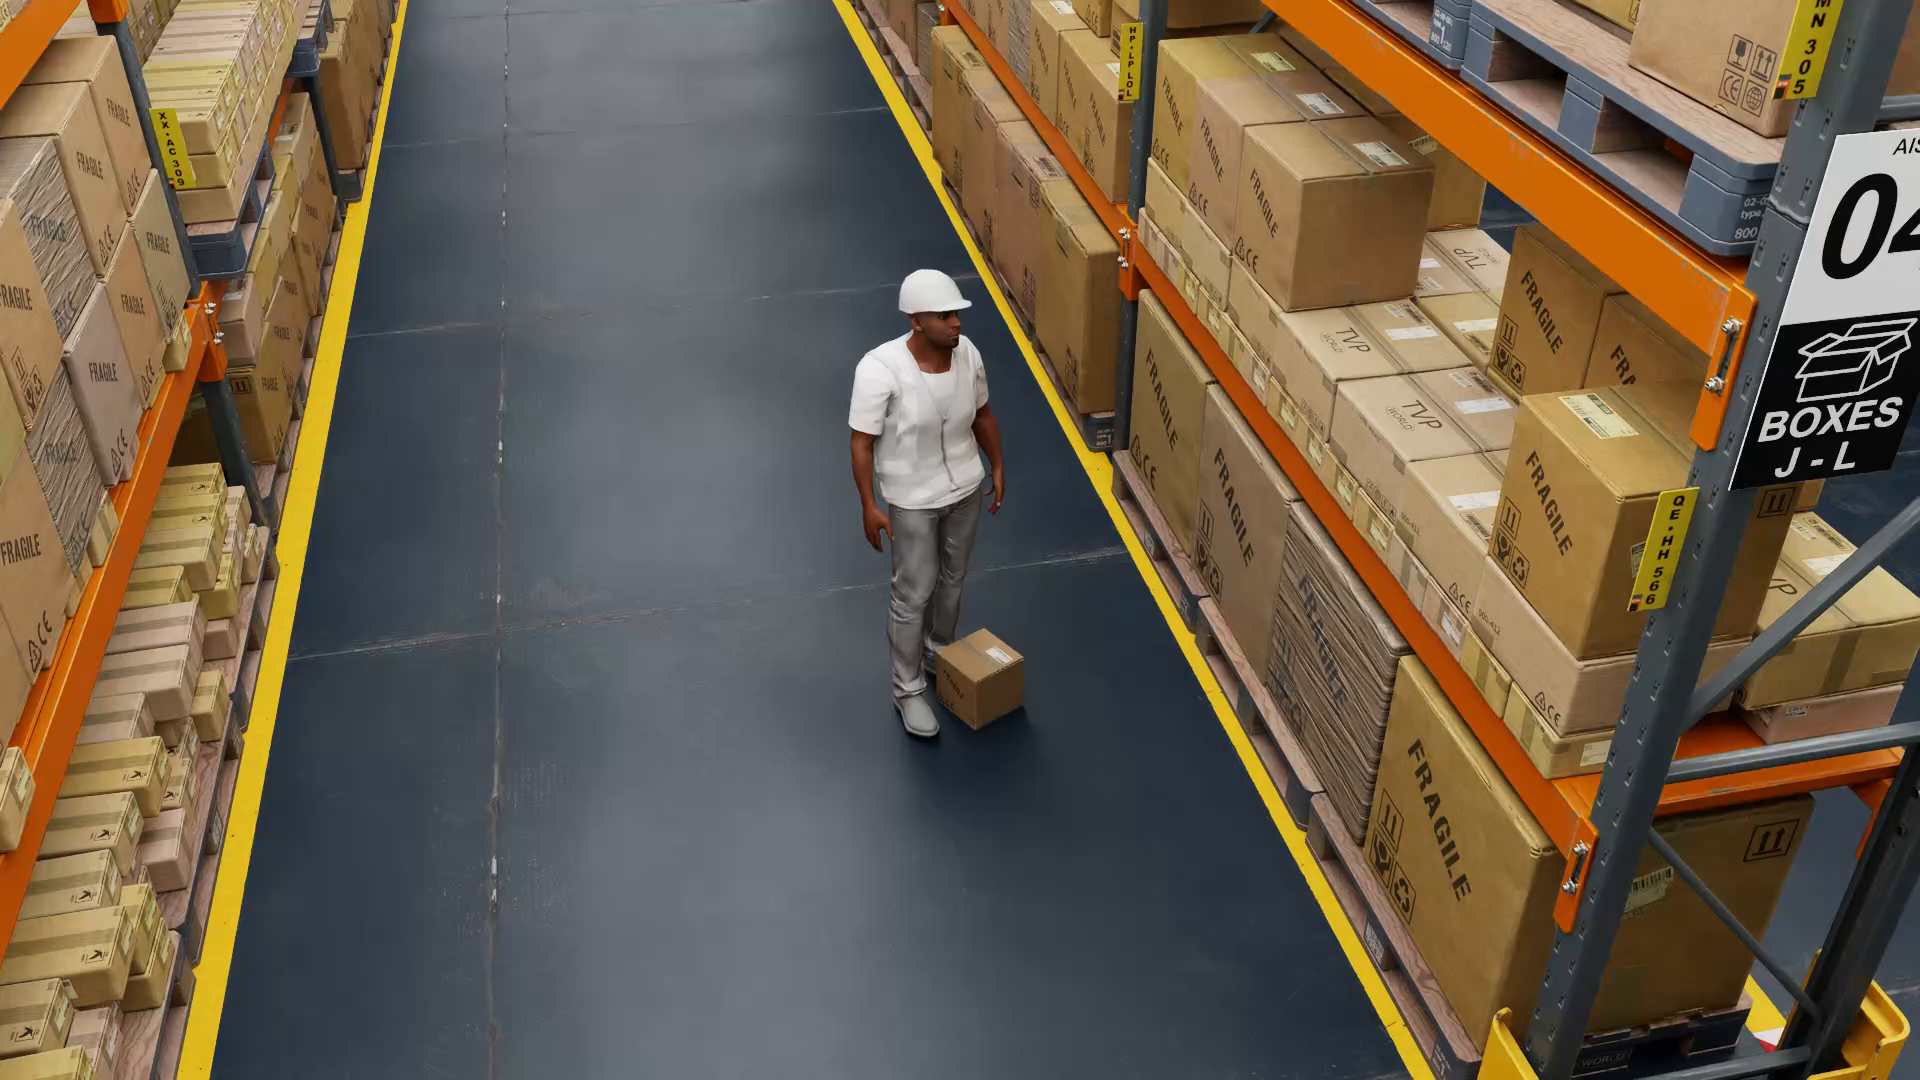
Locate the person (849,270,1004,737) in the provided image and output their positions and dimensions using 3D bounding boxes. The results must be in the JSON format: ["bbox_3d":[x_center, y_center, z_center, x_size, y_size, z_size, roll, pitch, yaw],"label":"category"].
[{"bbox_3d":[-0.065,-0.158,6.338,0.665,1.768,0.575,-23,40,-30],"label":"person"}]
